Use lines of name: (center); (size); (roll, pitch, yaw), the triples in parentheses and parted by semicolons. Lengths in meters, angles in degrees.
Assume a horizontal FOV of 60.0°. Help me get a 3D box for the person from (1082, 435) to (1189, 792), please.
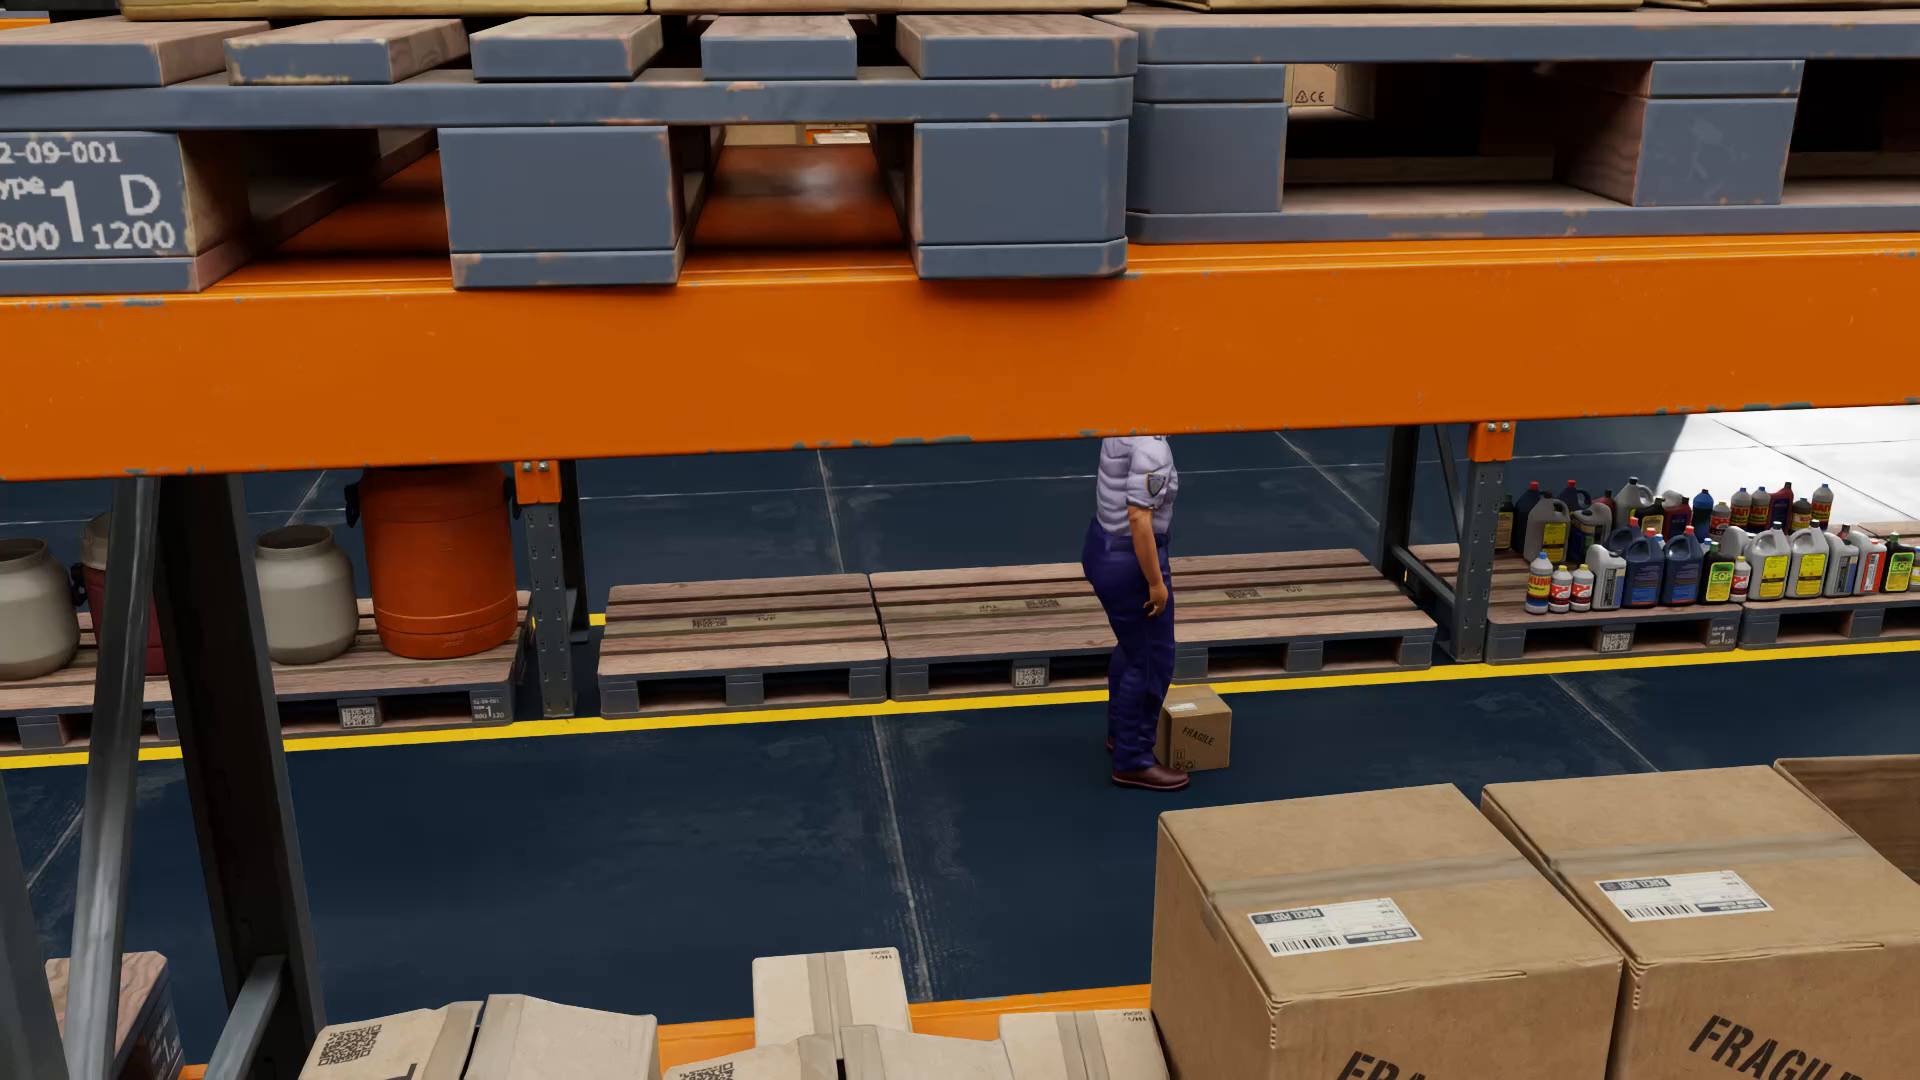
person: (0.691, 0.102, 6.308); (0.419, 1.651, 0.537); (-3, 20, -8)
